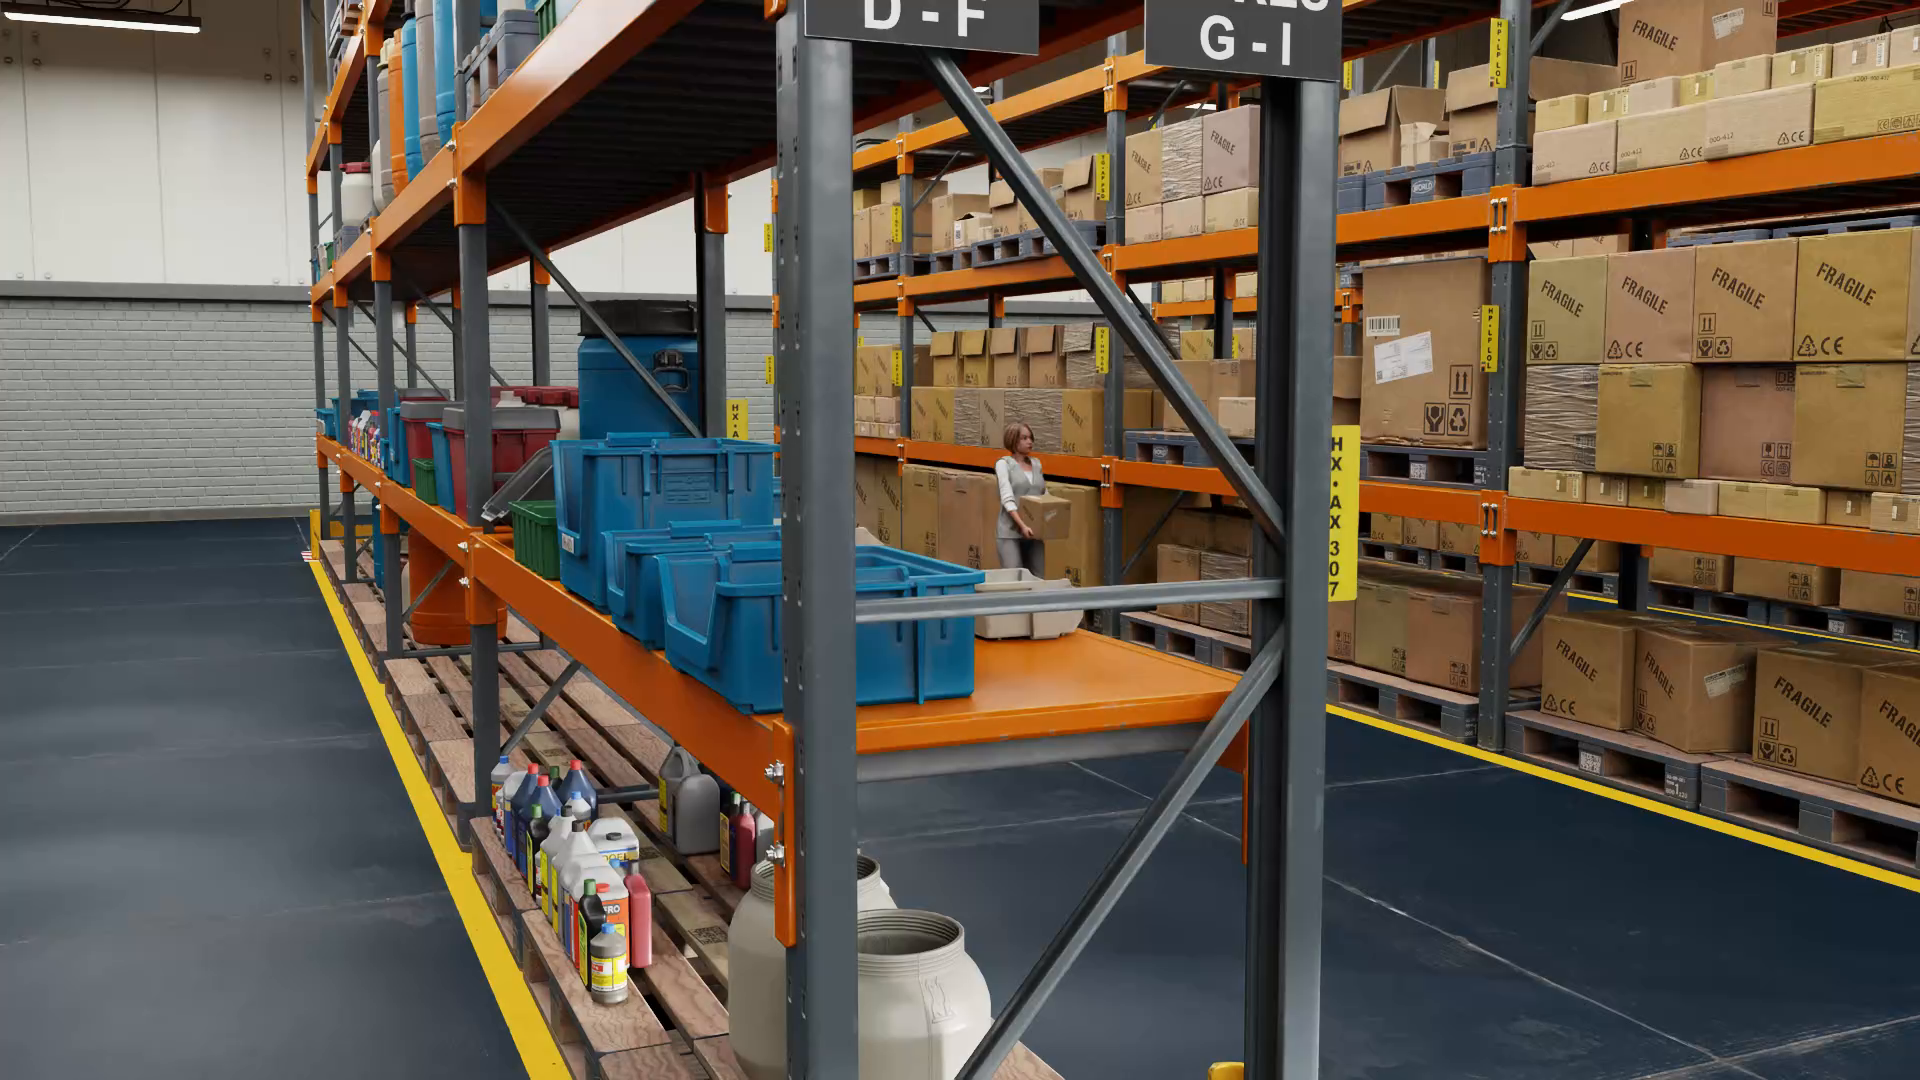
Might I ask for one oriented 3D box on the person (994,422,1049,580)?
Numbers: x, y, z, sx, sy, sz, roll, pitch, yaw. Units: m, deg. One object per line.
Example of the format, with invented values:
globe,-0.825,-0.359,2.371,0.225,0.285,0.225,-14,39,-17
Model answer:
person,0.458,0.007,11.169,0.405,1.592,0.488,-4,7,-34
